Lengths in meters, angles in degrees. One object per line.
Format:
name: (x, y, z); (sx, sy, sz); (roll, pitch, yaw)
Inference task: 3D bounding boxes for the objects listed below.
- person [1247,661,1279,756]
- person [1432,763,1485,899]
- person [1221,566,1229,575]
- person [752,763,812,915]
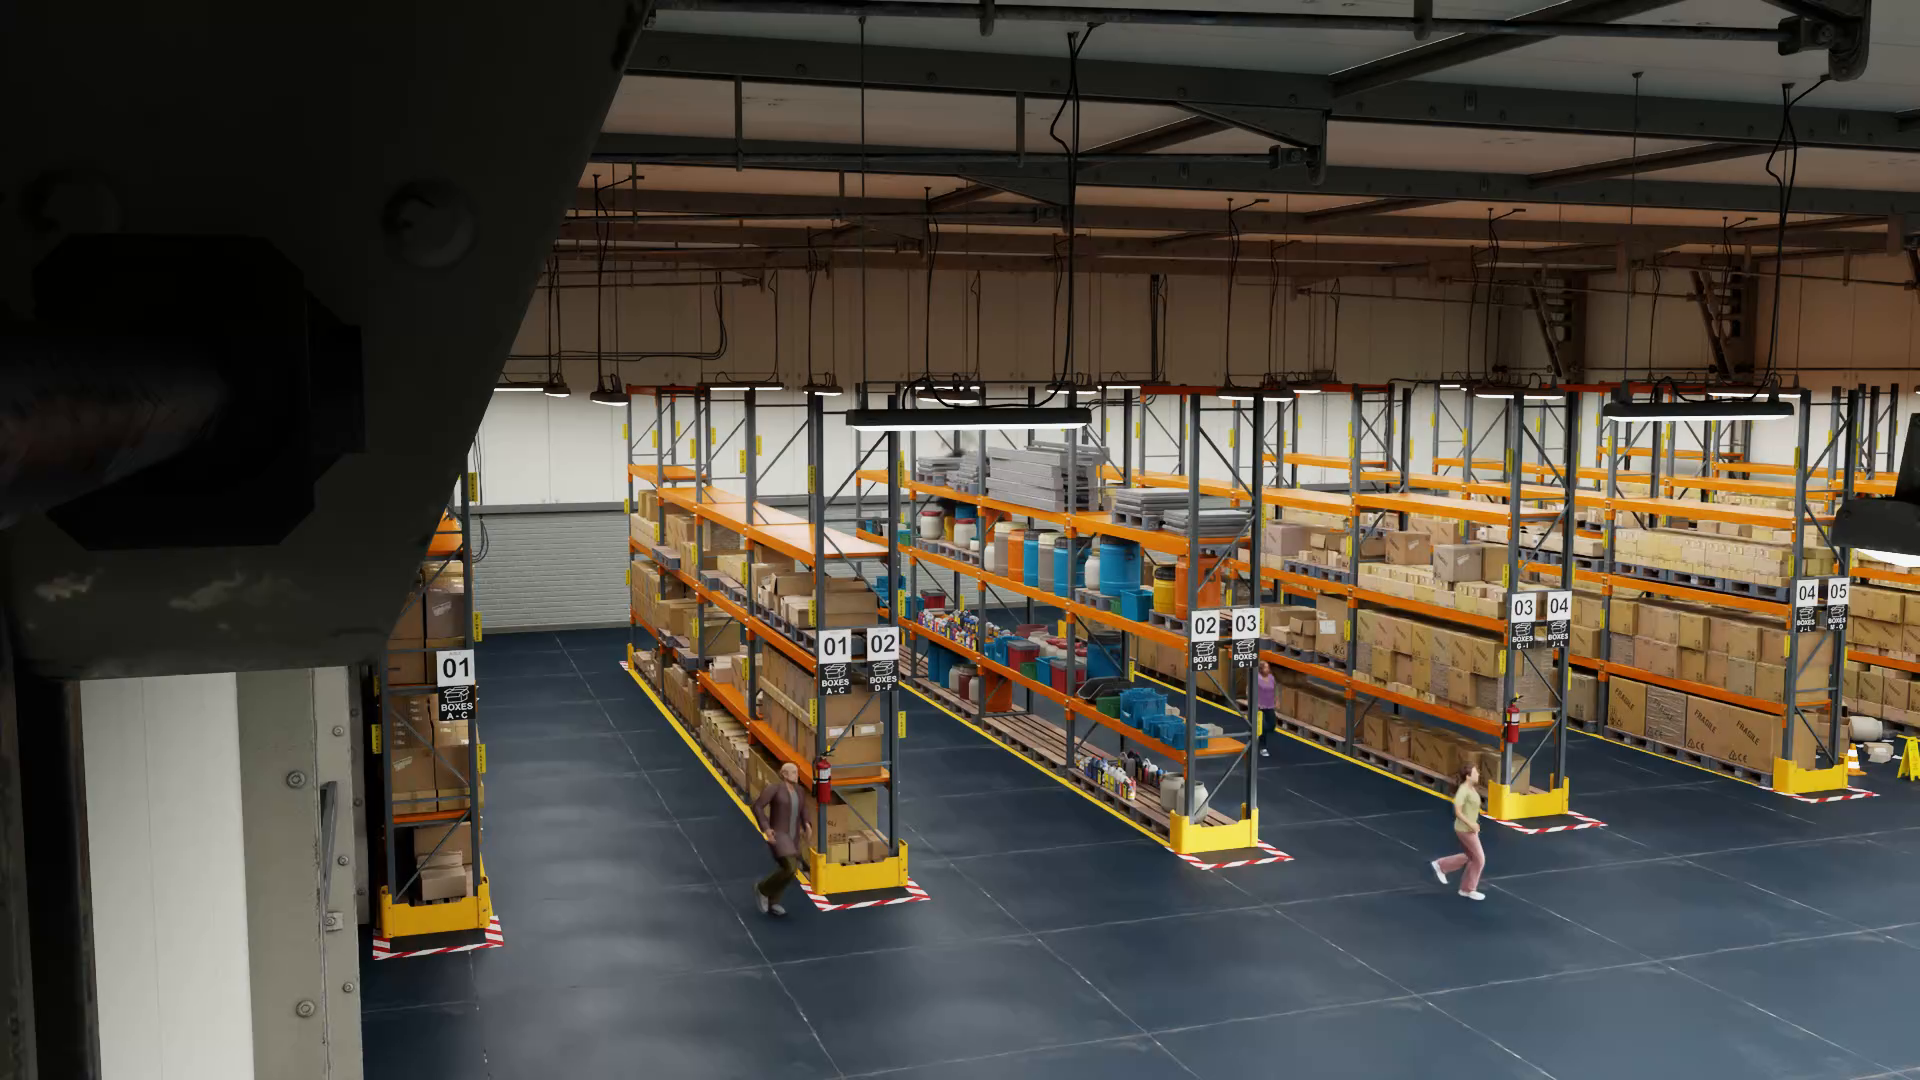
person: (4.970, 2.740, 27.335); (0.581, 1.558, 0.576); (-2, 6, -17)
person: (5.994, 3.470, 19.954); (0.632, 1.634, 0.604); (2, 6, 20)
person: (6.309, 1.352, 40.295); (0.690, 1.677, 0.502); (4, 7, 32)
person: (-2.008, 3.469, 19.407); (0.583, 1.724, 0.721); (4, 7, 34)
